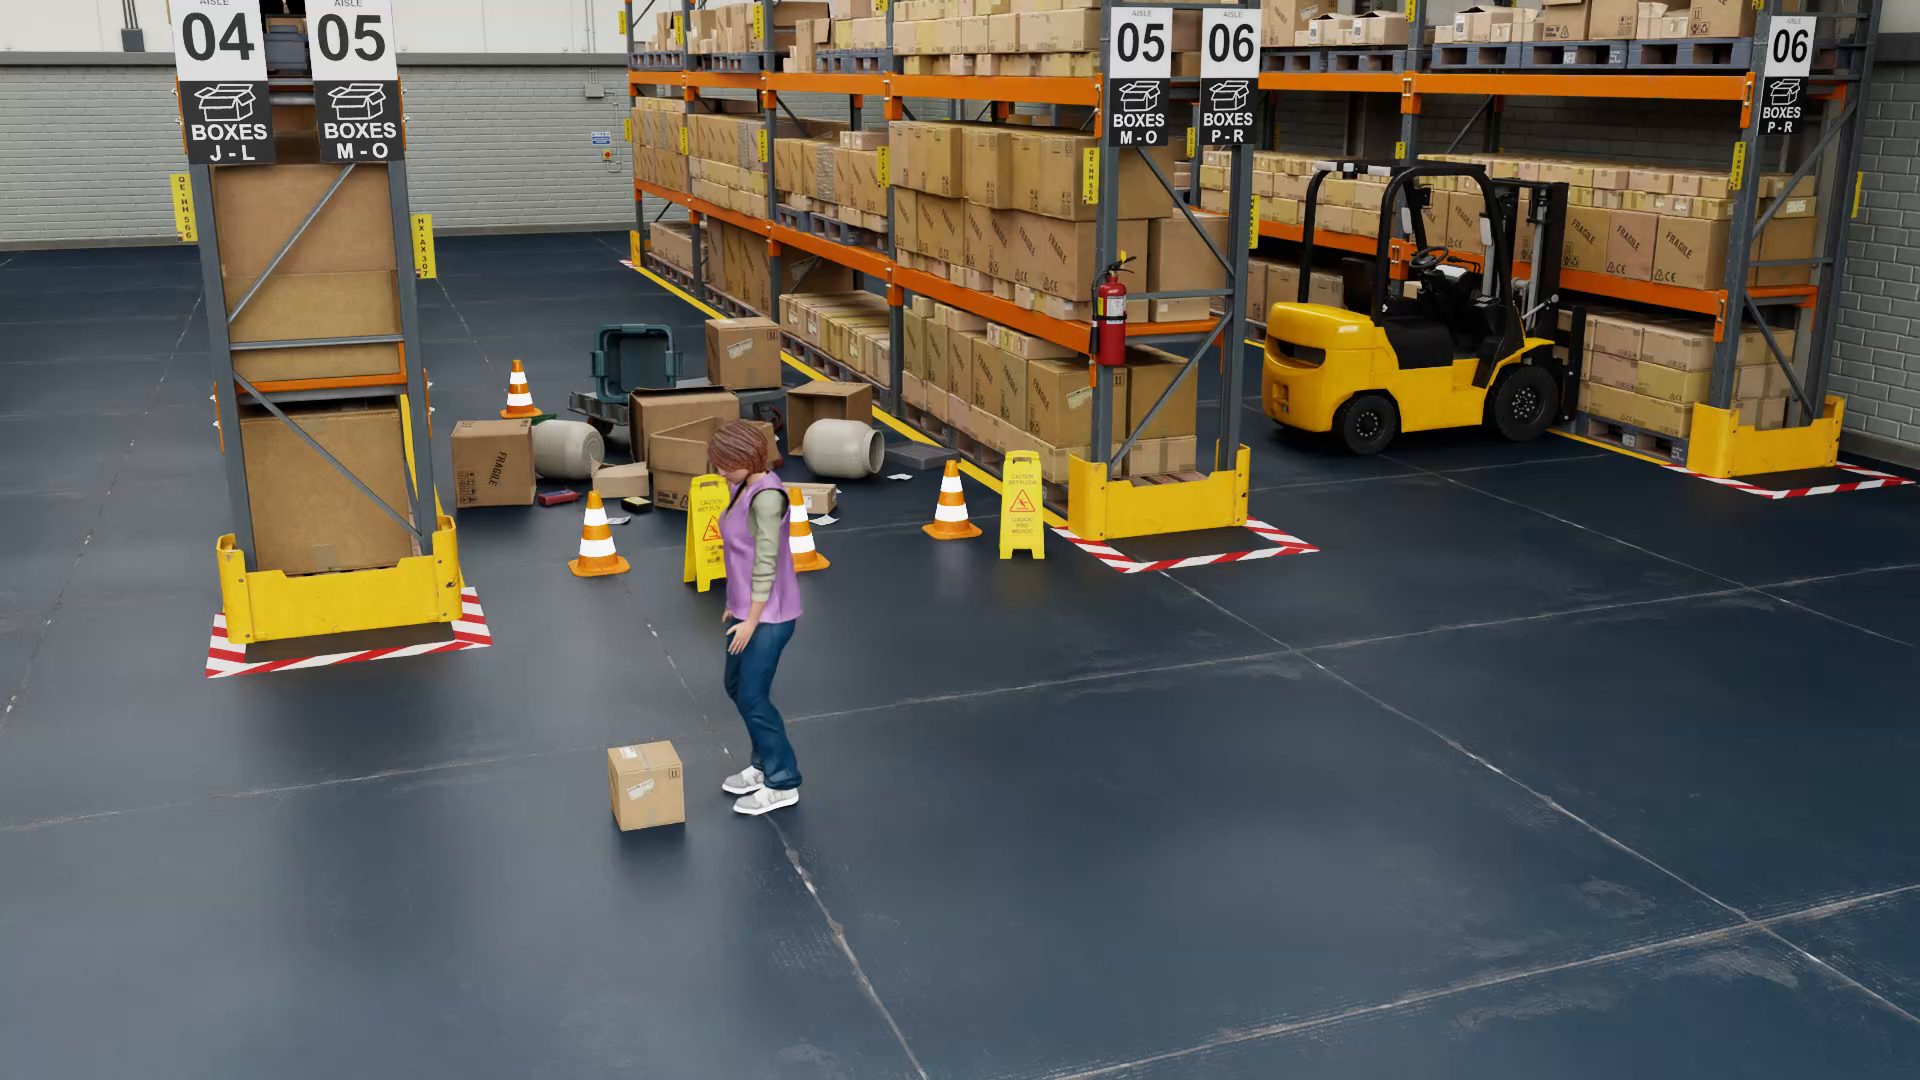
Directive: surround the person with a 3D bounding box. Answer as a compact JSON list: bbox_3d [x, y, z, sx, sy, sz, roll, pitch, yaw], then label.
[{"bbox_3d":[-0.791,0.301,6.539,0.341,1.578,0.417,-6,17,-19],"label":"person"}]
